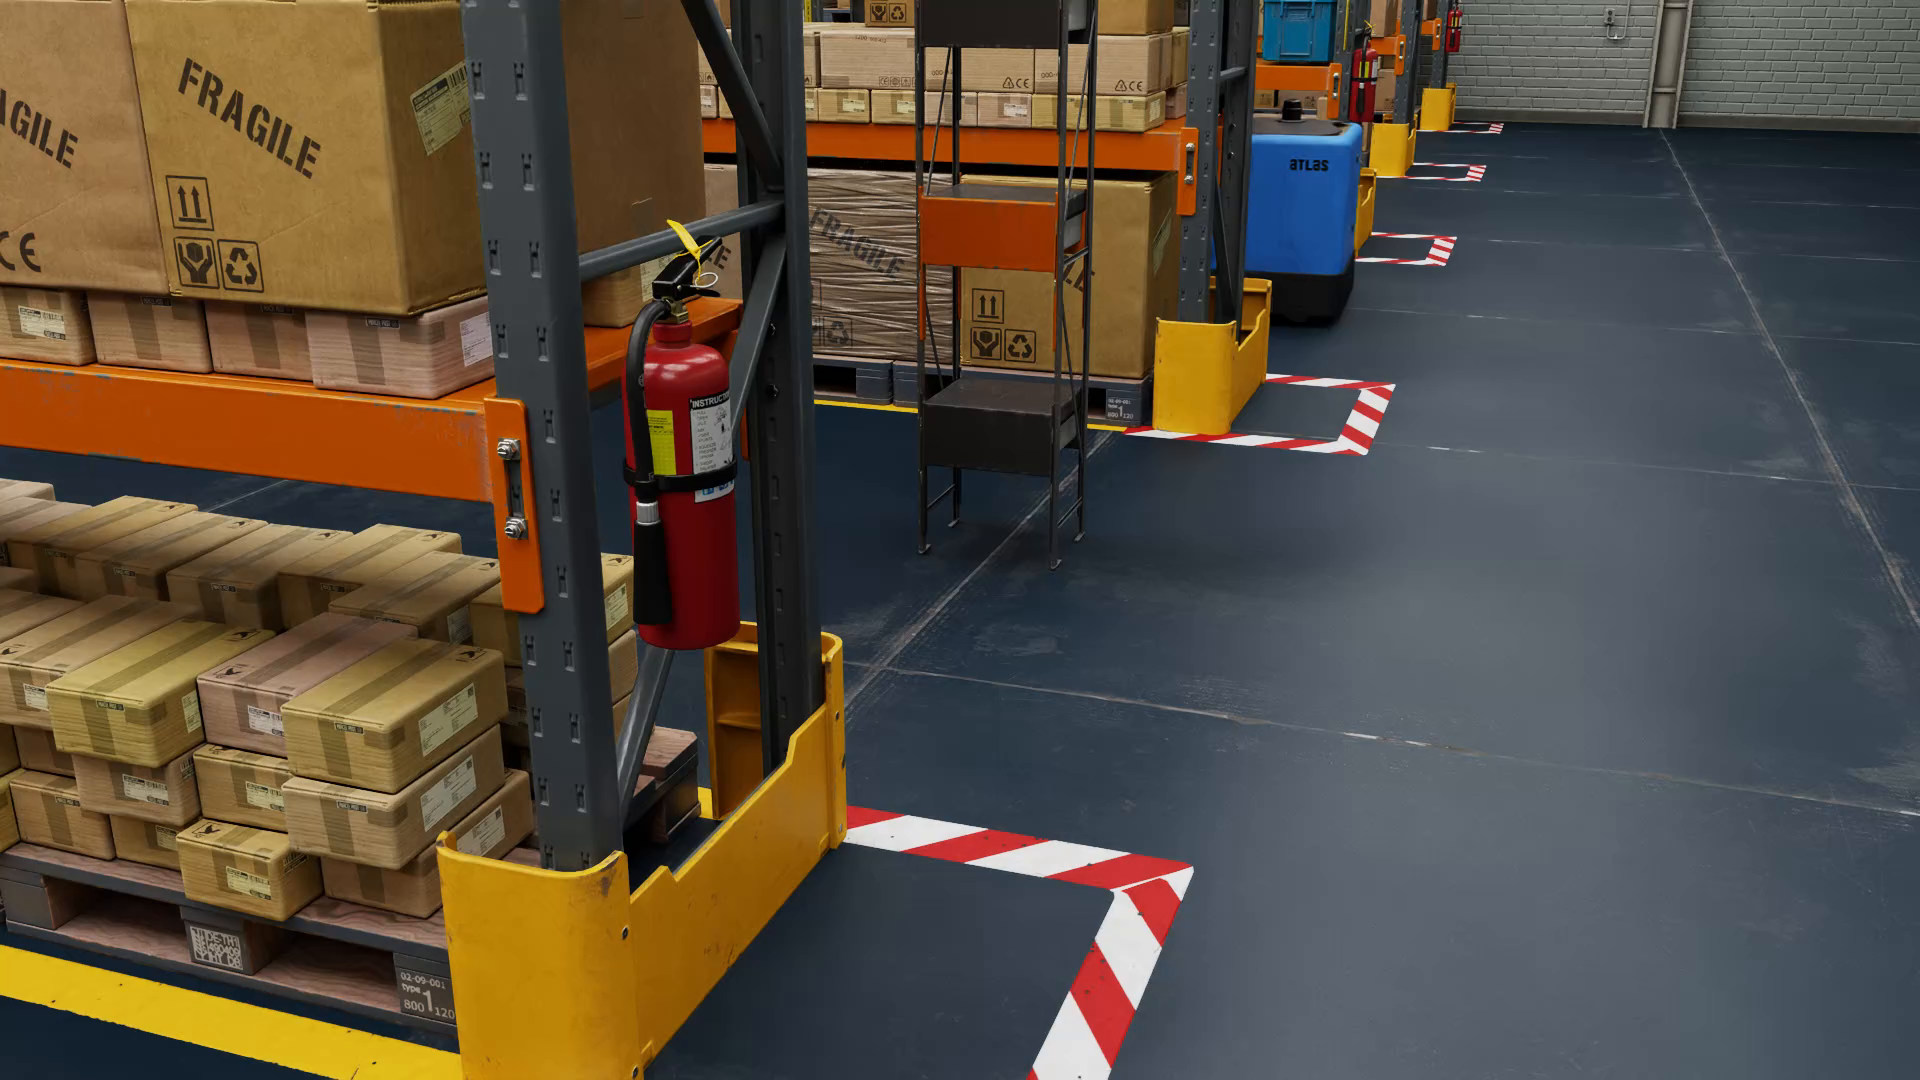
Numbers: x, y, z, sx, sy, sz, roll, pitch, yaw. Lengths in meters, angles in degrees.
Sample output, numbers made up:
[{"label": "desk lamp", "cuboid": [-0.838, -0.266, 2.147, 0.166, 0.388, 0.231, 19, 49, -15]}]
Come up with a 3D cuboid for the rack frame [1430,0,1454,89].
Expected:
[{"label": "rack frame", "cuboid": [6.061, -6.698, 20.735, 0.127, 3.000, 1.000, 7, 20, 18]}]

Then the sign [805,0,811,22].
[{"label": "sign", "cuboid": [-1.151, -4.010, 12.602, 0.005, 0.325, 0.100, 7, 20, 18]}]

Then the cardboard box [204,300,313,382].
[{"label": "cardboard box", "cuboid": [-1.162, -0.414, 3.088, 0.250, 0.149, 0.380, 6, 20, 18]}]

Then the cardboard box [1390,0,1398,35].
[{"label": "cardboard box", "cuboid": [4.106, -5.335, 16.672, 0.500, 0.500, 0.500, 7, 20, 19]}]

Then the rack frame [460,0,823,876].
[{"label": "rack frame", "cuboid": [-0.539, -0.547, 3.088, 0.127, 3.000, 1.000, 7, 20, 18]}]

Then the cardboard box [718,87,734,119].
[{"label": "cardboard box", "cuboid": [-0.951, -2.088, 7.891, 0.250, 0.149, 0.380, 6, 20, 16]}]

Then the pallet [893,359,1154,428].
[{"label": "pallet", "cuboid": [0.404, -0.823, 8.117, 1.213, 0.211, 1.003, 7, 20, 18]}]

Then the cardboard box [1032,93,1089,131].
[{"label": "cardboard box", "cuboid": [0.494, -1.923, 7.417, 0.250, 0.149, 0.380, 7, 20, 19]}]

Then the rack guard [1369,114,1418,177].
[{"label": "rack guard", "cuboid": [4.367, -3.986, 16.750, 0.348, 0.500, 1.175, 7, 20, 18]}]

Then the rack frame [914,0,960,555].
[{"label": "rack frame", "cuboid": [-0.074, -1.000, 5.755, 0.015, 2.100, 0.400, 7, 20, 18]}]

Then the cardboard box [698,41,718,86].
[{"label": "cardboard box", "cuboid": [-1.277, -2.338, 8.002, 0.500, 0.250, 0.500, 7, 20, 19]}]

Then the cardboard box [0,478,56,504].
[{"label": "cardboard box", "cuboid": [-2.639, -0.036, 4.412, 0.250, 0.149, 0.380, 6, 20, 16]}]

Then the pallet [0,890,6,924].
[{"label": "pallet", "cuboid": [-2.515, 0.531, 4.233, 1.213, 0.211, 1.003, 7, 20, 18]}]

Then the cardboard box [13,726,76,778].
[{"label": "cardboard box", "cuboid": [-1.842, 0.376, 3.682, 0.250, 0.149, 0.380, 6, 20, 17]}]

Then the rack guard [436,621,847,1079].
[{"label": "rack guard", "cuboid": [-0.610, 0.625, 3.522, 0.348, 0.500, 1.175, 7, 20, 18]}]

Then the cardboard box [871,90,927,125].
[{"label": "cardboard box", "cuboid": [-0.225, -2.005, 7.654, 0.250, 0.149, 0.380, 6, 20, 17]}]

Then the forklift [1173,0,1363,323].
[{"label": "forklift", "cuboid": [0.873, -2.896, 9.931, 3.031, 2.935, 1.130, 6, 20, 16]}]

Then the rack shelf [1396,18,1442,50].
[{"label": "rack shelf", "cuboid": [4.172, -6.575, 21.473, 4.000, 0.370, 1.077, 7, 20, 18]}]

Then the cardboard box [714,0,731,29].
[{"label": "cardboard box", "cuboid": [-1.270, -2.692, 7.879, 0.500, 0.500, 0.500, 6, 20, 16]}]

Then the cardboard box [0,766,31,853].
[{"label": "cardboard box", "cuboid": [-2.101, 0.527, 3.701, 0.250, 0.149, 0.380, 6, 20, 16]}]

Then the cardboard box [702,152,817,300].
[{"label": "cardboard box", "cuboid": [-1.146, -1.512, 8.446, 0.875, 0.875, 0.875, 7, 20, 18]}]

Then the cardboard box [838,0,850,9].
[{"label": "cardboard box", "cuboid": [-1.029, -6.007, 17.962, 0.500, 0.500, 0.700, 1, 19, 4]}]

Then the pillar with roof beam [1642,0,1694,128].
[{"label": "pillar with roof beam", "cuboid": [7.483, -8.170, 15.843, 0.400, 9.000, 9.100, 7, 20, 18]}]

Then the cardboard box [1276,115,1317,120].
[{"label": "cardboard box", "cuboid": [3.546, -4.268, 17.272, 0.500, 0.250, 0.500, 7, 20, 18]}]

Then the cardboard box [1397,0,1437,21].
[{"label": "cardboard box", "cuboid": [5.576, -6.892, 20.835, 0.700, 0.700, 0.980, 7, 21, 21]}]

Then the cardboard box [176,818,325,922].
[{"label": "cardboard box", "cuboid": [-1.380, 0.613, 3.454, 0.250, 0.149, 0.380, 7, 20, 20]}]

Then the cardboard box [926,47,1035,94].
[{"label": "cardboard box", "cuboid": [0.161, -2.172, 7.527, 0.500, 0.250, 0.500, 6, 20, 17]}]

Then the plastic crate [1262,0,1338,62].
[{"label": "plastic crate", "cuboid": [2.432, -3.641, 11.820, 0.499, 0.435, 0.616, 7, 20, 18]}]

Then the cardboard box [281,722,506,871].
[{"label": "cardboard box", "cuboid": [-1.131, 0.492, 3.348, 0.250, 0.149, 0.380, 6, 20, 17]}]

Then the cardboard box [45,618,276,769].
[{"label": "cardboard box", "cuboid": [-1.627, 0.308, 3.424, 0.250, 0.149, 0.380, 6, 20, 17]}]

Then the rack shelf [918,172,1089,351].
[{"label": "rack shelf", "cuboid": [0.156, -0.961, 5.684, 0.480, 0.518, 0.431, 7, 20, 18]}]

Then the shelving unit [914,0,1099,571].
[{"label": "shelving unit", "cuboid": [0.156, -0.974, 5.679, 0.503, 2.100, 0.431, 7, 20, 18]}]

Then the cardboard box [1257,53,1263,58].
[{"label": "cardboard box", "cuboid": [3.870, -6.307, 21.787, 0.250, 0.149, 0.380, 7, 20, 19]}]

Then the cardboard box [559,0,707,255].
[{"label": "cardboard box", "cuboid": [-0.872, -0.869, 3.408, 0.500, 0.500, 0.500, 8, 21, 21]}]

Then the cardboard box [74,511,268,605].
[{"label": "cardboard box", "cuboid": [-1.938, 0.065, 4.123, 0.250, 0.149, 0.380, 7, 21, 20]}]

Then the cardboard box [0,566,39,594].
[{"label": "cardboard box", "cuboid": [-2.335, 0.186, 3.775, 0.250, 0.149, 0.380, 6, 20, 16]}]

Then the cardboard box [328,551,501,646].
[{"label": "cardboard box", "cuboid": [-1.222, 0.166, 3.833, 0.250, 0.149, 0.380, 7, 20, 19]}]

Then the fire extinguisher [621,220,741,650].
[{"label": "fire extinguisher", "cuboid": [-0.452, -0.163, 2.672, 0.183, 0.674, 0.296, 7, 20, 18]}]

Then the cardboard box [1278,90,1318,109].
[{"label": "cardboard box", "cuboid": [4.419, -5.869, 21.516, 0.500, 0.500, 0.700, 6, 20, 16]}]
